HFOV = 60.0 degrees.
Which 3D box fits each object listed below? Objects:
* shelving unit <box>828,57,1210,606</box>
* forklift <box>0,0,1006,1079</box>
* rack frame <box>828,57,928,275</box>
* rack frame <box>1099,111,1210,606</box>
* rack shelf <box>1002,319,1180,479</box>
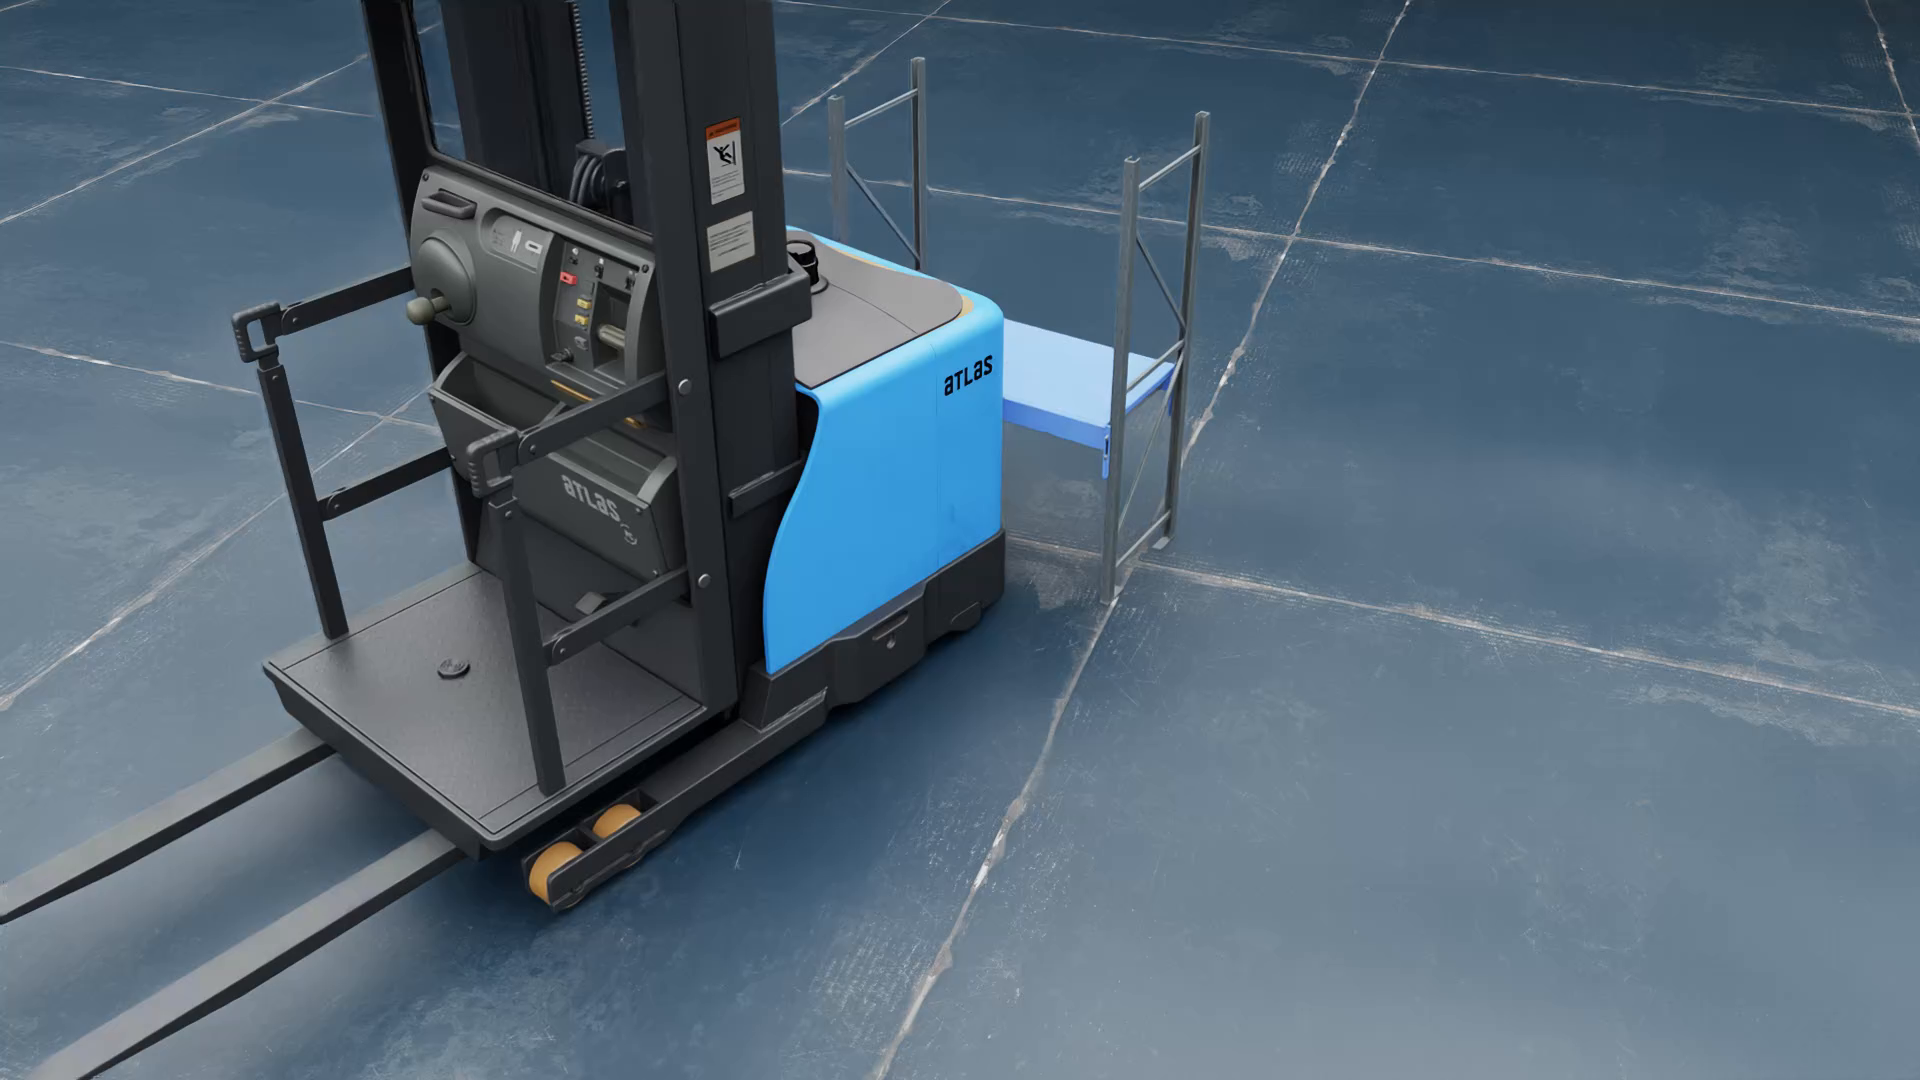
[{"bbox_3d":[0.171,-0.681,5.422,1.048,1.500,0.538,19,37,27],"label":"shelving unit"},{"bbox_3d":[-1.207,-0.595,3.970,1.130,2.935,3.031,26,41,34],"label":"forklift"},{"bbox_3d":[-0.259,-0.828,5.649,0.032,1.500,0.500,19,37,27],"label":"rack frame"},{"bbox_3d":[0.601,-0.534,5.194,0.032,1.500,0.500,19,37,27],"label":"rack frame"},{"bbox_3d":[0.171,-0.530,5.519,1.000,0.185,0.538,19,37,27],"label":"rack shelf"}]
